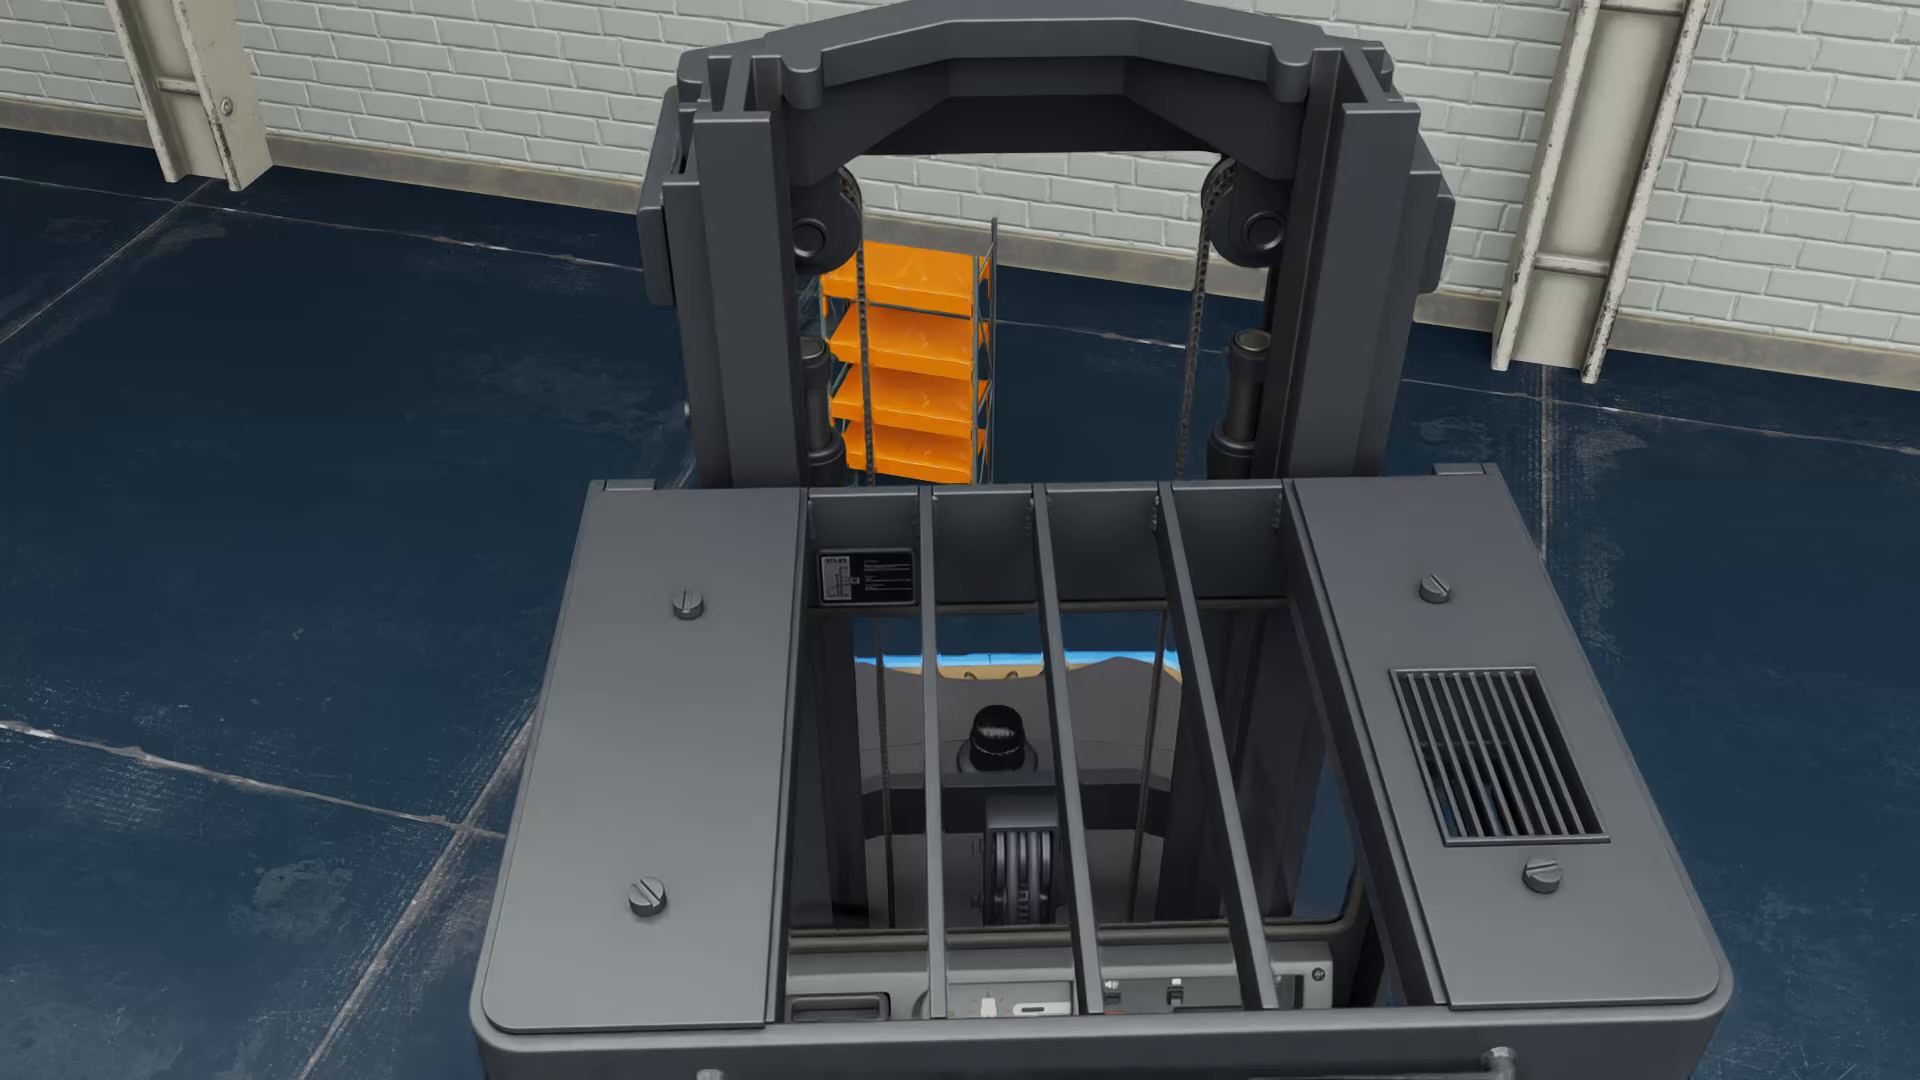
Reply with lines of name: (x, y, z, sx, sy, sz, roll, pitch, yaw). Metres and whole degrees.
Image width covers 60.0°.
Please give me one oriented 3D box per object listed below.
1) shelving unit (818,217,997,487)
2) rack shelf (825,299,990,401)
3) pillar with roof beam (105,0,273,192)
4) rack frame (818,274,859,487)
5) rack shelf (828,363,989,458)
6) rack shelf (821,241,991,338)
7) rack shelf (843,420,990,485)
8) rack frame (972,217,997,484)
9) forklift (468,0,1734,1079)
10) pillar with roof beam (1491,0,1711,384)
shelving unit: (-0.160, -0.487, 5.397, 0.503, 1.200, 0.258, 10, 41, 11)
rack shelf: (-0.160, -0.607, 5.296, 0.480, 0.148, 0.258, 10, 41, 11)
pillar with roof beam: (-4.583, -2.505, 1.735, 0.400, 9.000, 9.100, 10, 41, 11)
rack frame: (-0.396, -0.528, 5.445, 0.015, 1.200, 0.240, 10, 41, 11)
rack shelf: (-0.160, -0.435, 5.440, 0.480, 0.148, 0.258, 10, 41, 11)
rack shelf: (-0.160, -0.788, 5.144, 0.480, 0.148, 0.258, 10, 41, 11)
rack shelf: (-0.160, -0.283, 5.568, 0.480, 0.148, 0.258, 10, 41, 11)
rack frame: (0.076, -0.446, 5.349, 0.015, 1.200, 0.240, 10, 41, 11)
forklift: (0.112, 0.900, 2.399, 1.130, 2.935, 3.031, -1, 40, -1)
pillar with roof beam: (1.213, -1.507, 0.548, 0.400, 9.000, 9.100, 10, 41, 11)
